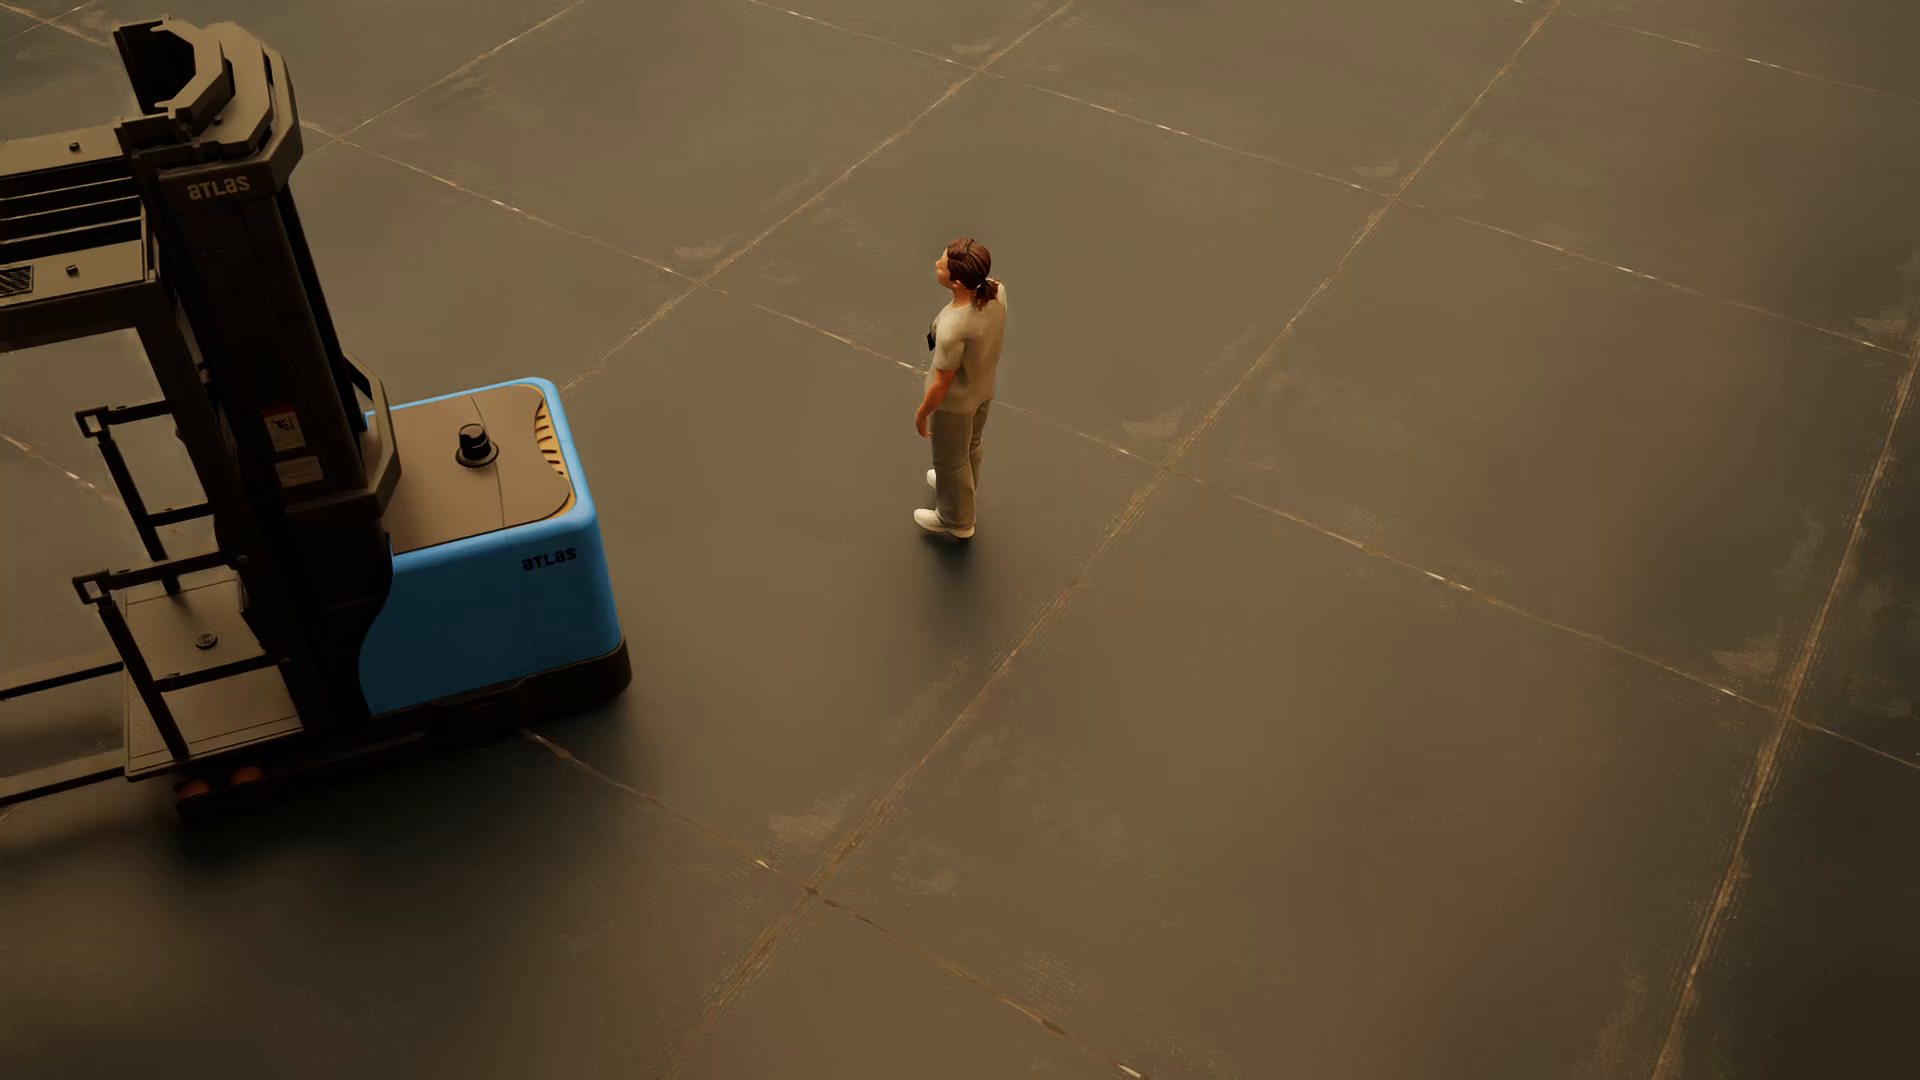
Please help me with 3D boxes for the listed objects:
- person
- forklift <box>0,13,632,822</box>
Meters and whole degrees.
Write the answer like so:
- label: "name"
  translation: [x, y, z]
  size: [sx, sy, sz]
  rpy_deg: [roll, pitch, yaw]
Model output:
- label: "person"
  translation: [-0.055, -0.678, 7.407]
  size: [0.547, 1.673, 0.550]
  rpy_deg: [24, 48, 23]
- label: "forklift"
  translation: [-3.001, -0.340, 6.207]
  size: [3.031, 2.935, 1.130]
  rpy_deg: [-15, 45, -15]
